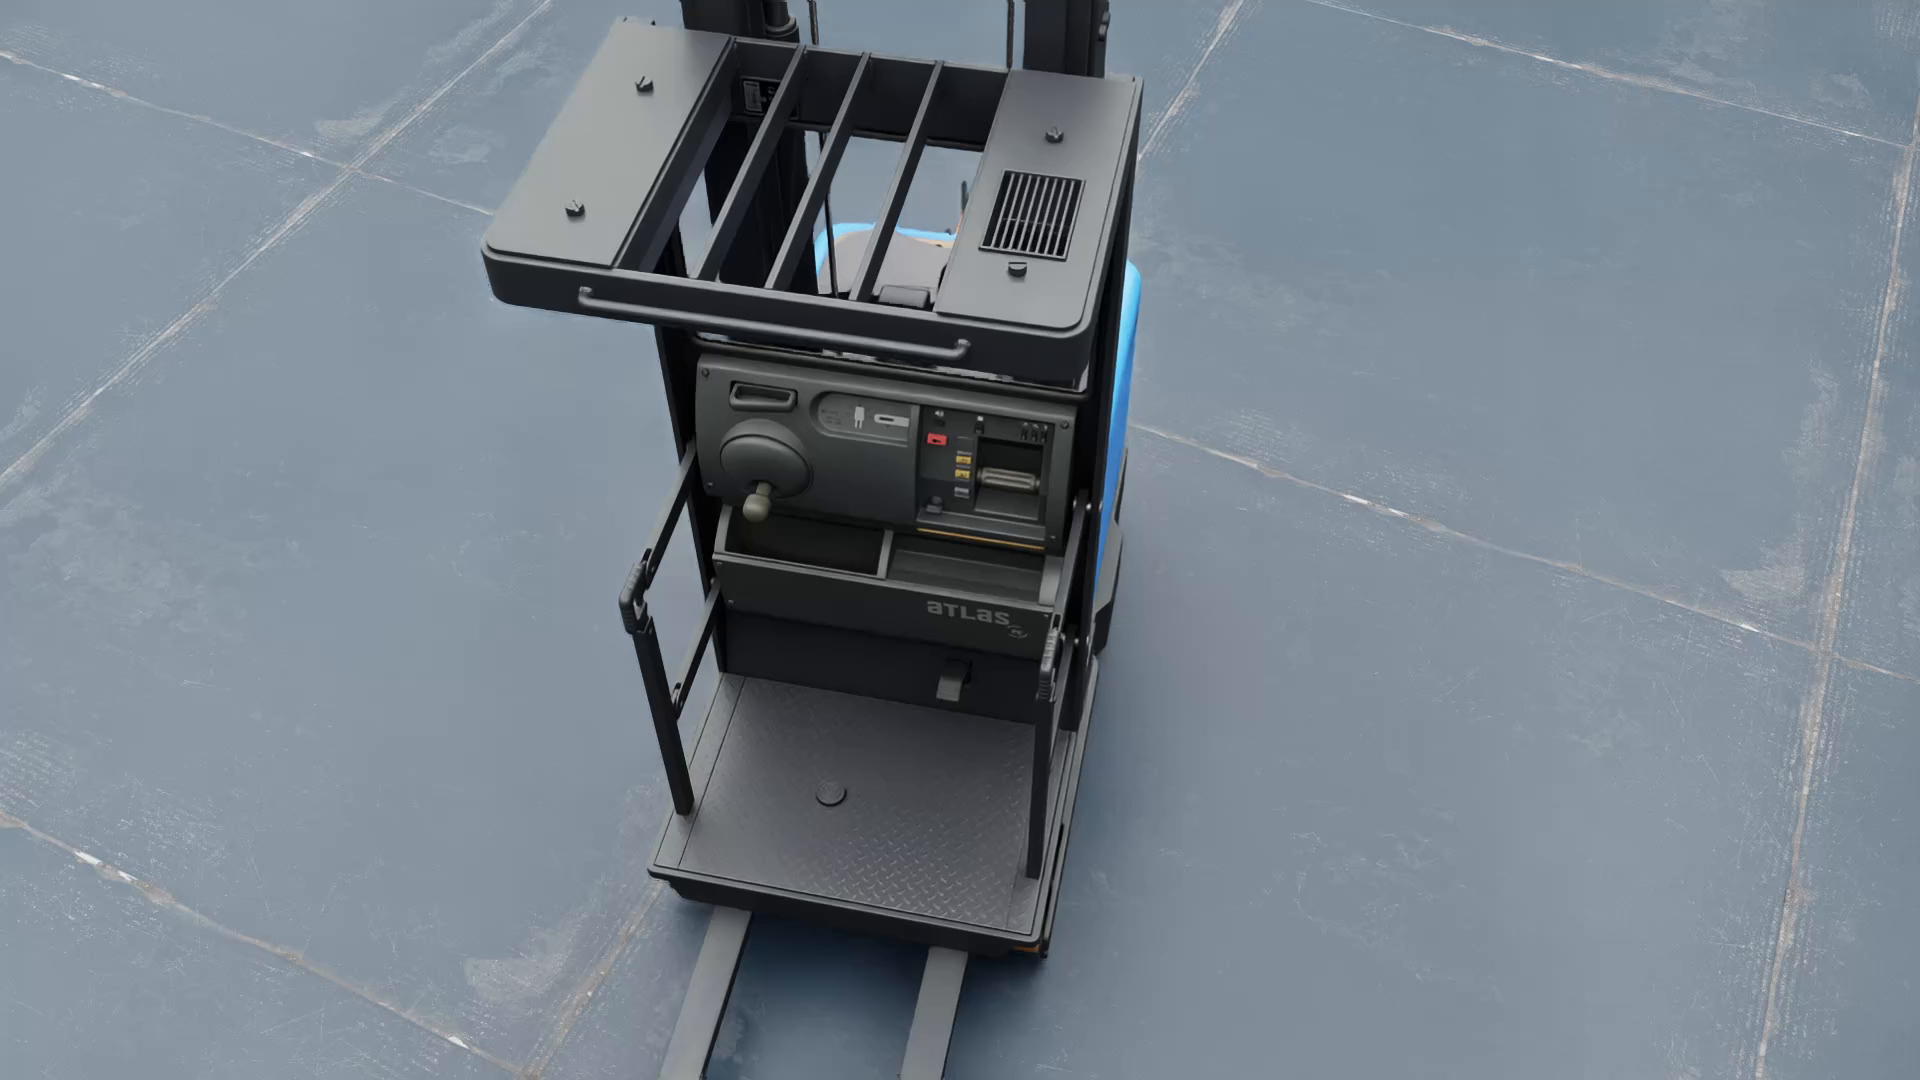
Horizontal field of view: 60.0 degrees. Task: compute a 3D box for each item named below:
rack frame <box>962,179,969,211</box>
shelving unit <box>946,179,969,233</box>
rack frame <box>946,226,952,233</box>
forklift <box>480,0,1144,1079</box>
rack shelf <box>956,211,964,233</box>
[{"bbox_3d":[0.104,-0.806,5.746,0.200,1.050,0.008,9,50,7],"label":"rack frame"},{"bbox_3d":[0.079,-0.715,5.669,0.215,1.050,0.252,9,50,7],"label":"shelving unit"},{"bbox_3d":[0.055,-0.624,5.591,0.200,1.050,0.008,9,50,7],"label":"rack frame"},{"bbox_3d":[-0.230,-0.094,3.905,1.130,2.935,3.031,9,50,7],"label":"forklift"},{"bbox_3d":[0.079,-0.892,5.461,0.215,0.259,0.240,9,50,7],"label":"rack shelf"}]
